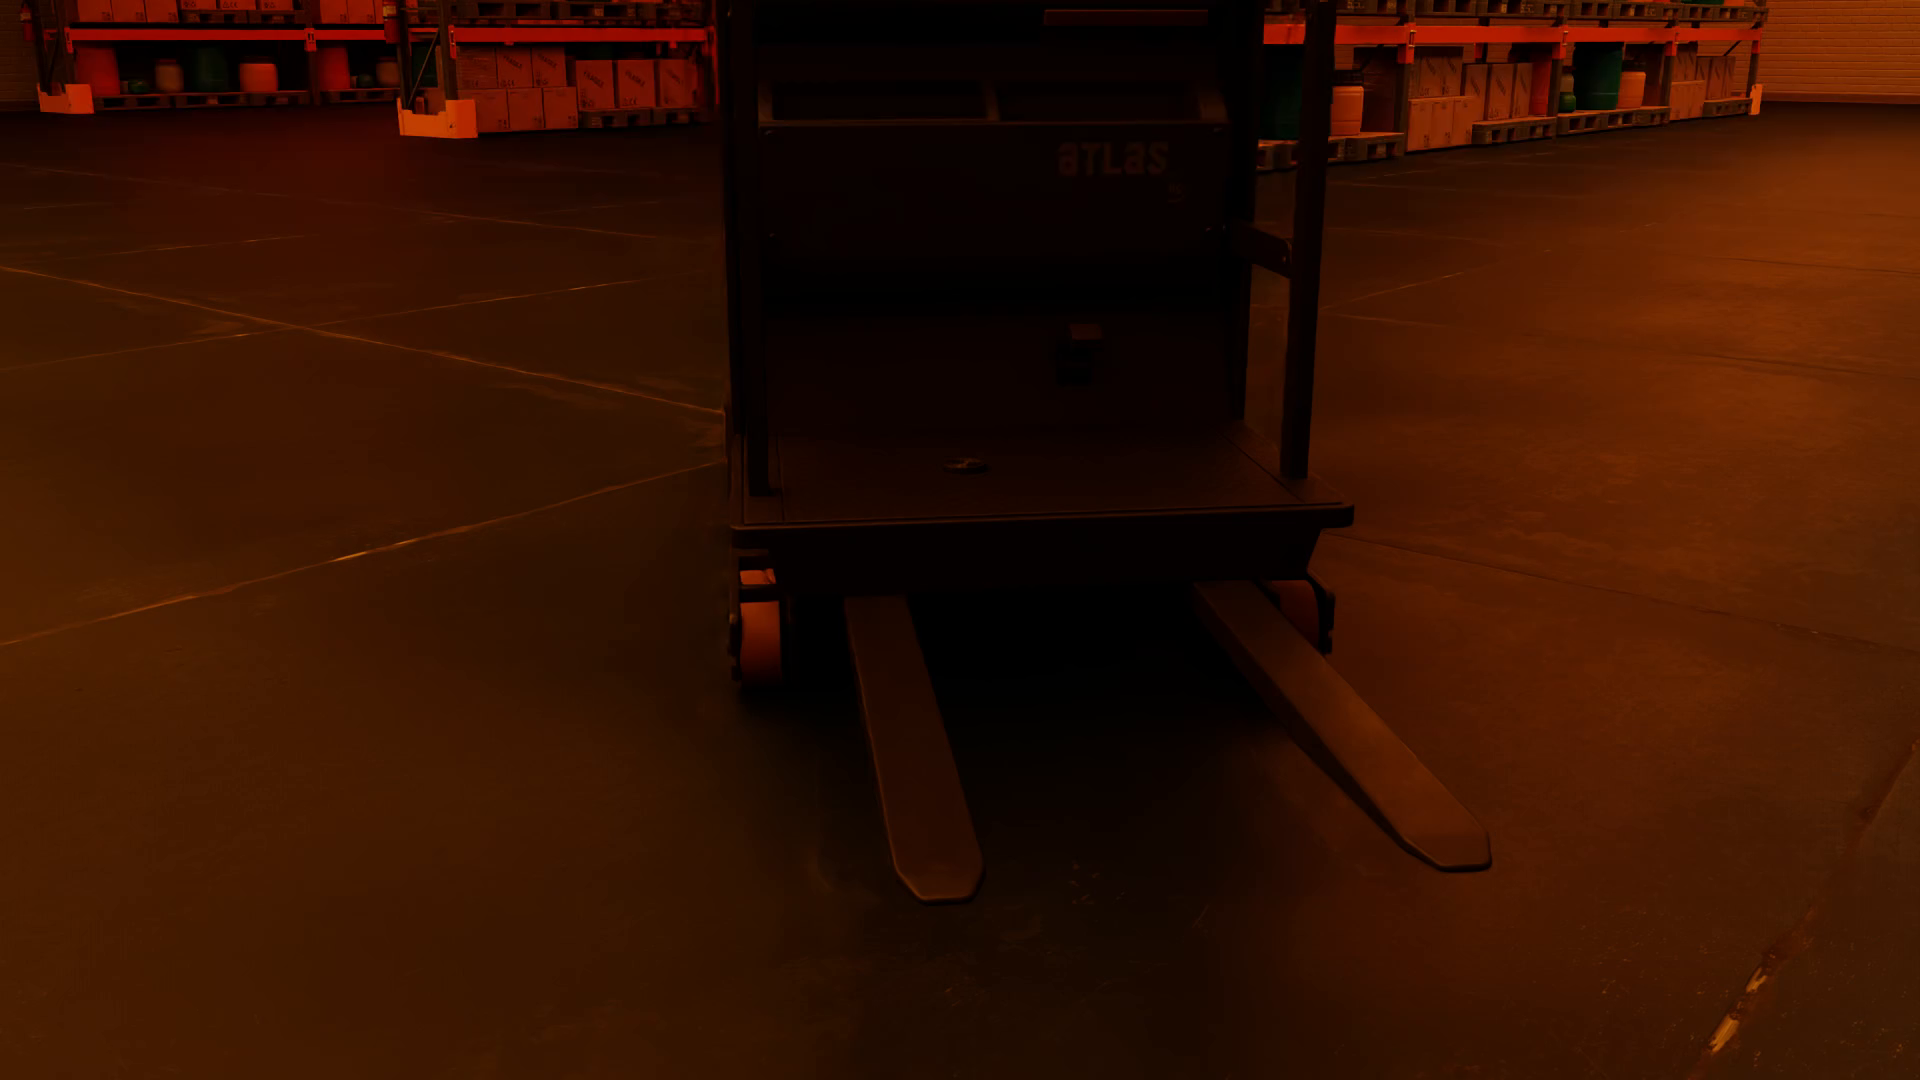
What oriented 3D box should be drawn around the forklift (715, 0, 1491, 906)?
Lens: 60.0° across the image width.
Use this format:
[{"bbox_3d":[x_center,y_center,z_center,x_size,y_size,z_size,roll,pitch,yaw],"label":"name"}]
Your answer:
[{"bbox_3d":[0.095,-1.235,2.966,1.130,2.935,3.031,-2,17,-7],"label":"forklift"}]
